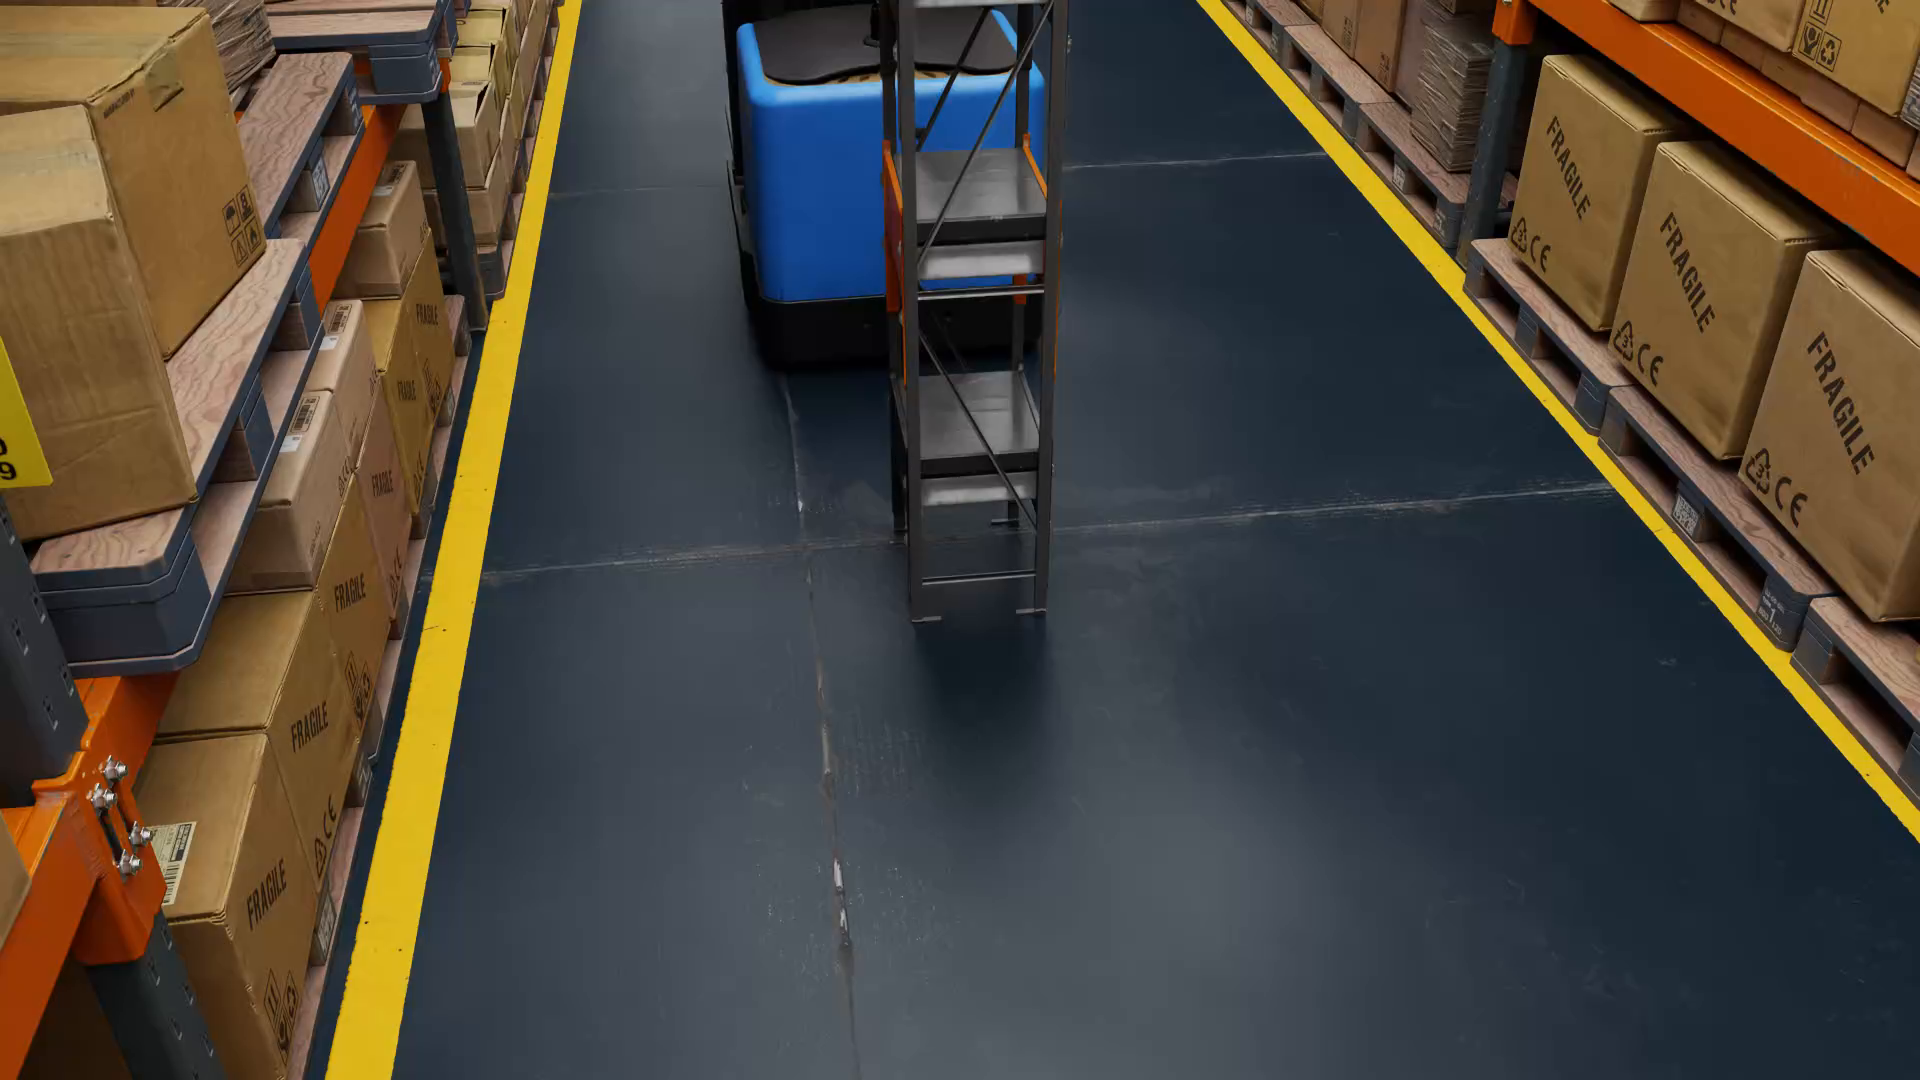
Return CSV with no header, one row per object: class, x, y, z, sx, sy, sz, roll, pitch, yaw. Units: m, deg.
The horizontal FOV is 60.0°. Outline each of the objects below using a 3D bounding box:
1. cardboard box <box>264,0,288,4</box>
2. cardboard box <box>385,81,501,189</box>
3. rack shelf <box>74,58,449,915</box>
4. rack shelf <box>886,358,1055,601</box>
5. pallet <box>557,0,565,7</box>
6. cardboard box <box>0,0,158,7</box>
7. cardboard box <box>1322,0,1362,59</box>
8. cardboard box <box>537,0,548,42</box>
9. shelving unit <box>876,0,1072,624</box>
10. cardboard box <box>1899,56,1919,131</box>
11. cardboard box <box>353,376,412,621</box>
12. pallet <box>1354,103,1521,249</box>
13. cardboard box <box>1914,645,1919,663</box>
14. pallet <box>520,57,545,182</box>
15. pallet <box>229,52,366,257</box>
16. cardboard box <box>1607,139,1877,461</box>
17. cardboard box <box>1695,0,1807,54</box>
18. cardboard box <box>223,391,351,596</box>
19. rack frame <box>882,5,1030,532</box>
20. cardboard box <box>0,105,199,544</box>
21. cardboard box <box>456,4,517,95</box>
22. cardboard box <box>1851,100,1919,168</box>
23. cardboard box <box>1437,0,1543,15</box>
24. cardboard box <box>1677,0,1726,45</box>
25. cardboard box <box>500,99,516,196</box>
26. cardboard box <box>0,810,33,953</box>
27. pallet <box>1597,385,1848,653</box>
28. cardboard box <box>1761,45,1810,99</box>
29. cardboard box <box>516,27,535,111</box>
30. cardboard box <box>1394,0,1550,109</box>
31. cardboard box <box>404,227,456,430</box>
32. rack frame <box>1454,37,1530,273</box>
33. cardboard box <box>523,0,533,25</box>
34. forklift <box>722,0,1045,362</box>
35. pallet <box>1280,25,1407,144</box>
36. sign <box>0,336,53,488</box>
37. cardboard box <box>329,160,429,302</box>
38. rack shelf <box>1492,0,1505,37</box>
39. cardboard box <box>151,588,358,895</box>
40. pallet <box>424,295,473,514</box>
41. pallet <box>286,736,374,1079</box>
cardboard box,-2.136,-1.906,4.922,0.700,0.500,0.500,-16,37,-22
cardboard box,-2.112,-1.618,6.531,0.500,0.311,0.500,-3,34,-5
rack shelf,-2.064,-0.621,4.137,1.077,0.370,4.000,-4,35,-6
rack shelf,0.022,-0.186,4.925,0.431,0.518,0.480,-4,35,-6
pallet,-2.936,-3.561,10.288,1.003,0.211,1.213,-4,35,-6
cardboard box,-2.093,-0.998,3.590,0.700,0.500,0.500,-13,36,-18
cardboard box,2.301,-2.811,8.540,0.700,0.500,0.500,-4,34,-6
cardboard box,-2.461,-2.812,8.782,0.500,0.250,0.500,-5,35,-7
shelving unit,0.022,-0.775,4.523,0.431,2.100,0.503,-4,35,-6
cardboard box,2.664,-1.156,3.911,0.500,0.500,0.500,-4,35,-6
cardboard box,-1.828,-0.098,4.559,0.500,0.500,0.500,-6,35,-8
pallet,2.472,-1.696,7.551,1.003,0.211,1.213,-4,35,-6
cardboard box,2.897,0.182,3.855,0.750,0.750,0.750,-4,34,-6
pallet,-2.566,-2.024,8.032,1.003,0.211,1.213,-4,35,-6
pallet,-2.067,-0.870,4.034,1.003,0.211,1.213,-4,35,-6
cardboard box,2.656,-0.787,5.278,0.750,0.750,0.750,-5,35,-7
cardboard box,2.514,-1.724,4.745,0.500,0.500,0.500,-5,35,-7
cardboard box,-1.753,-0.108,3.907,0.500,0.250,0.500,-4,35,-6
rack frame,-0.011,-0.911,4.723,0.400,2.100,0.015,-4,35,-6
cardboard box,-1.637,-0.299,2.563,0.700,0.500,0.500,-16,37,-22
cardboard box,-2.257,-2.195,7.379,0.500,0.311,0.500,-5,35,-8
cardboard box,2.636,-1.113,4.424,0.380,0.149,0.250,-3,34,-5
cardboard box,2.412,-2.591,7.552,0.500,0.250,0.500,-4,34,-5
cardboard box,2.523,-1.688,5.269,0.380,0.149,0.250,-5,35,-7
cardboard box,-2.181,-1.667,7.101,0.500,0.250,0.500,-5,35,-8
cardboard box,-1.473,0.416,1.887,0.500,0.500,0.500,-4,34,-6
pallet,2.768,-0.135,5.260,1.003,0.211,1.213,-4,35,-6
cardboard box,2.591,-1.399,4.845,0.380,0.149,0.250,-4,34,-6
cardboard box,-2.325,-2.243,7.946,0.500,0.250,0.500,-4,34,-5
cardboard box,2.473,-2.255,7.724,0.700,0.500,0.500,-4,35,-6
cardboard box,-1.974,-0.679,5.412,0.500,0.500,0.500,-3,34,-5
rack frame,2.575,-2.412,6.125,1.000,3.000,0.127,-4,35,-6
cardboard box,-2.391,-2.763,8.211,0.500,0.311,0.500,-4,35,-7
forklift,-0.448,-2.680,6.581,1.130,2.935,3.031,-6,35,-8
pallet,2.311,-2.375,8.548,1.003,0.211,1.213,-4,35,-6
sign,-1.258,-0.205,2.119,0.100,0.325,0.005,-4,35,-6
cardboard box,-1.963,-0.958,5.155,0.500,0.250,0.500,-3,34,-5
rack shelf,2.307,-3.231,7.966,1.077,0.370,4.000,-4,35,-6
cardboard box,-1.701,0.464,3.735,0.500,0.500,0.500,-4,34,-6
pallet,-2.270,-0.463,5.742,1.003,0.211,1.213,-4,35,-6
pallet,-1.942,0.899,3.744,1.003,0.211,1.213,-4,35,-6
